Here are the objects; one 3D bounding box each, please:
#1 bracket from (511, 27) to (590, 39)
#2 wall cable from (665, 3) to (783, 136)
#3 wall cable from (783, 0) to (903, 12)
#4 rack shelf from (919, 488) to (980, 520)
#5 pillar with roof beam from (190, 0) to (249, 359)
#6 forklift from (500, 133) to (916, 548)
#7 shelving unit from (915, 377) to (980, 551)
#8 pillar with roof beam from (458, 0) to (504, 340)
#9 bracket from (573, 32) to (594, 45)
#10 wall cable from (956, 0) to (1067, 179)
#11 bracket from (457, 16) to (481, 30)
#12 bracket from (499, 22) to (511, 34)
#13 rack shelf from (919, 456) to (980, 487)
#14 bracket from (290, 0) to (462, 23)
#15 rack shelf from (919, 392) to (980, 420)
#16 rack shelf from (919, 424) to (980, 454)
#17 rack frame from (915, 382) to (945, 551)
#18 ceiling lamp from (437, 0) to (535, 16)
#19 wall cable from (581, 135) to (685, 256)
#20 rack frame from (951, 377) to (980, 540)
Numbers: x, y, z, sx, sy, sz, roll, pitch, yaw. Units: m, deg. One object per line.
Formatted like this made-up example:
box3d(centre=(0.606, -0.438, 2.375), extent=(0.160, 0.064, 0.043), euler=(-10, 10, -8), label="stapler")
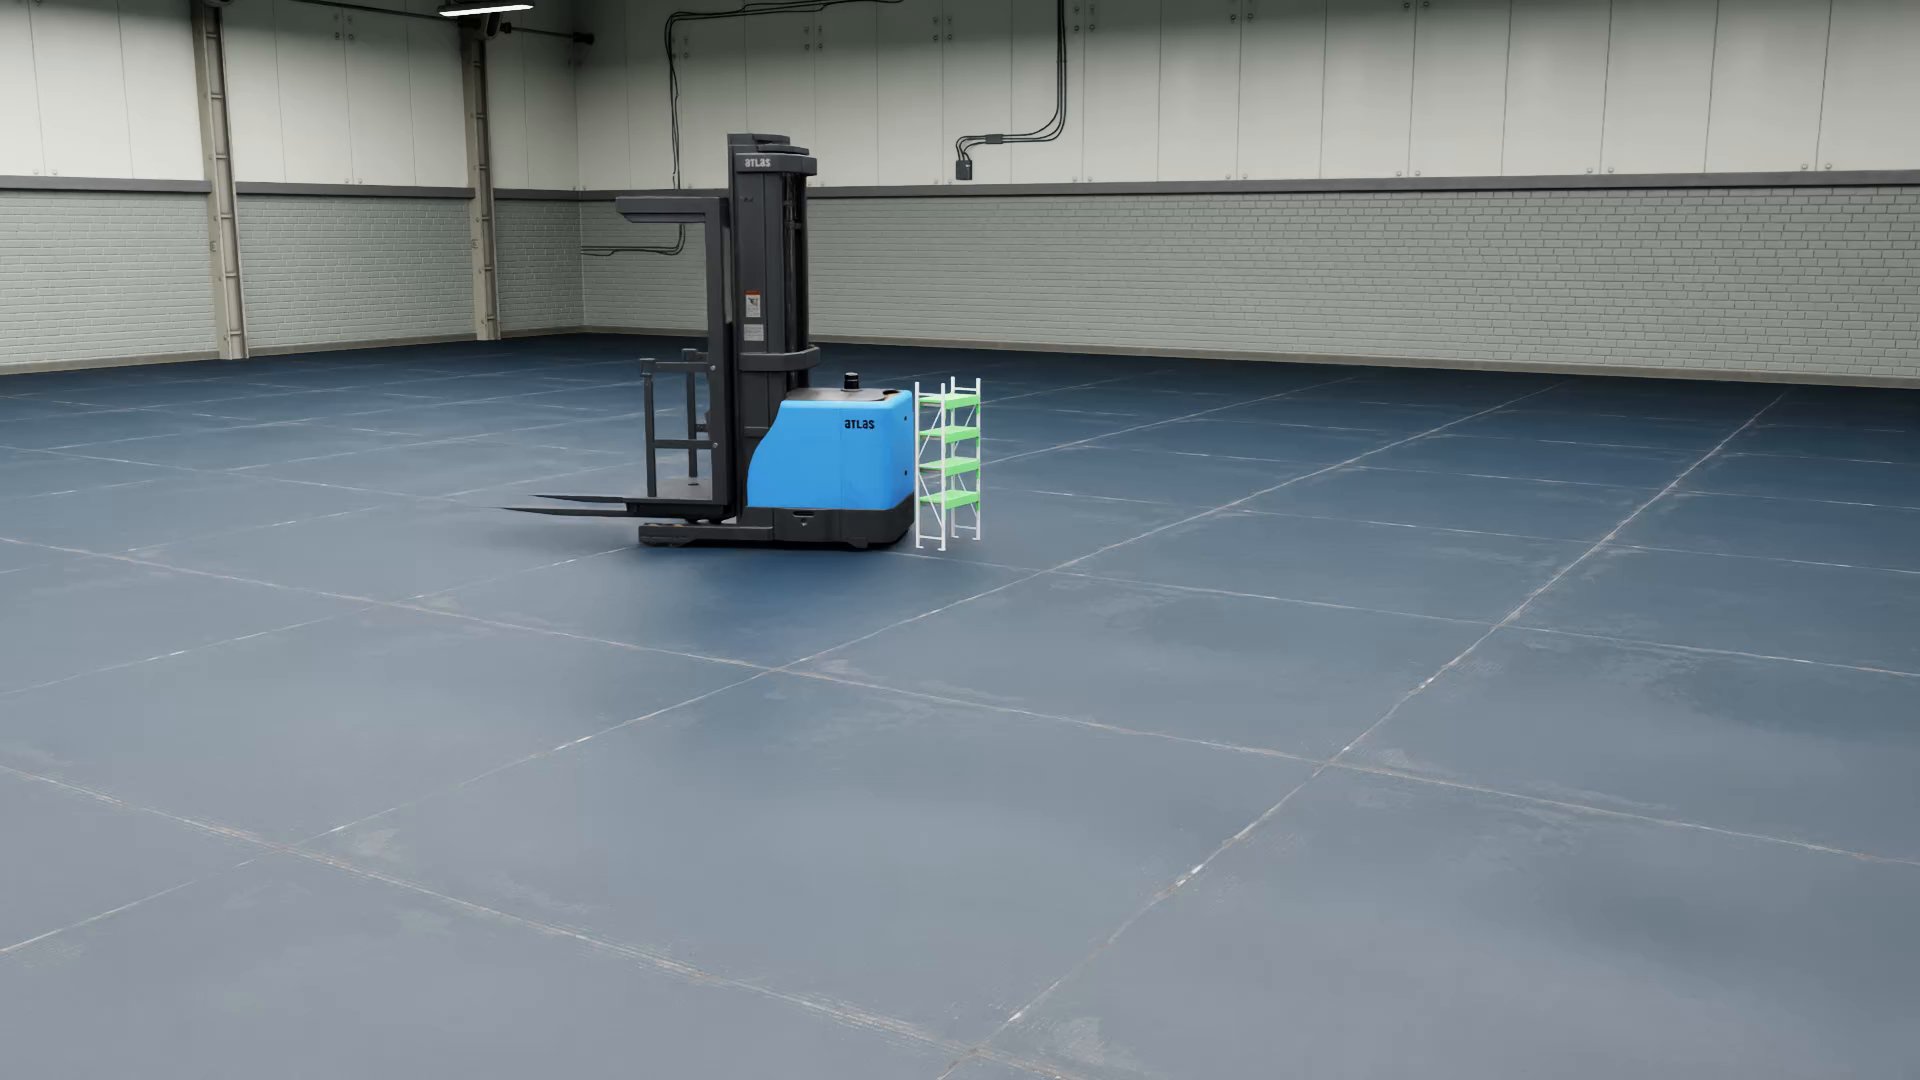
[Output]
box3d(centre=(-8.403, -10.689, 35.229), extent=(0.076, 0.066, 3.189), euler=(6, 12, 31), label="bracket")
box3d(centre=(-4.874, -9.643, 34.138), extent=(3.097, 2.526, 0.112), euler=(6, 12, 31), label="wall cable")
box3d(centre=(-2.229, -11.583, 32.140), extent=(3.097, 2.526, 0.112), euler=(6, 12, 31), label="wall cable")
box3d(centre=(-0.086, -0.265, 12.175), extent=(0.258, 0.148, 0.480), euler=(6, 12, 31), label="rack shelf")
box3d(centre=(-9.281, -7.254, 26.660), extent=(9.100, 9.000, 0.548), euler=(6, 12, 31), label="pillar with roof beam")
box3d(centre=(-1.901, -1.482, 12.320), extent=(3.031, 2.935, 1.130), euler=(2, 11, 8), label="forklift")
box3d(centre=(-0.086, -0.564, 12.119), extent=(0.258, 1.200, 0.503), euler=(6, 12, 31), label="shelving unit")
box3d(centre=(-6.166, -8.197, 31.701), extent=(9.100, 9.000, 0.548), euler=(6, 12, 31), label="pillar with roof beam")
box3d(centre=(-8.096, -10.782, 35.725), extent=(0.235, 0.232, 0.430), euler=(6, 12, 31), label="bracket")
box3d(centre=(0.920, -9.708, 30.527), extent=(2.305, 6.003, 0.169), euler=(6, 12, 31), label="wall cable")
box3d(centre=(-9.757, -10.279, 33.037), extent=(0.235, 0.232, 0.430), euler=(6, 12, 31), label="bracket")
box3d(centre=(-9.326, -10.409, 33.734), extent=(0.235, 0.232, 0.430), euler=(6, 12, 31), label="bracket")
box3d(centre=(-0.086, -0.501, 12.131), extent=(0.258, 0.148, 0.480), euler=(6, 12, 31), label="rack shelf")
box3d(centre=(-11.095, -9.874, 30.872), extent=(0.076, 0.066, 4.783), euler=(6, 12, 31), label="bracket")
box3d(centre=(-0.086, -0.973, 12.043), extent=(0.258, 0.148, 0.480), euler=(6, 12, 31), label="rack shelf")
box3d(centre=(-0.086, -0.737, 12.087), extent=(0.258, 0.148, 0.480), euler=(6, 12, 31), label="rack shelf")
box3d(centre=(-0.213, -0.525, 11.914), extent=(0.240, 1.200, 0.015), euler=(6, 12, 31), label="rack frame")
box3d(centre=(-7.792, -10.416, 27.691), extent=(2.000, 3.185, 0.800), euler=(6, 12, 31), label="ceiling lamp")
box3d(centre=(-7.186, -7.419, 35.983), extent=(3.097, 2.526, 0.112), euler=(6, 12, 31), label="wall cable")
box3d(centre=(0.041, -0.602, 12.324), extent=(0.240, 1.200, 0.015), euler=(6, 12, 31), label="rack frame")
